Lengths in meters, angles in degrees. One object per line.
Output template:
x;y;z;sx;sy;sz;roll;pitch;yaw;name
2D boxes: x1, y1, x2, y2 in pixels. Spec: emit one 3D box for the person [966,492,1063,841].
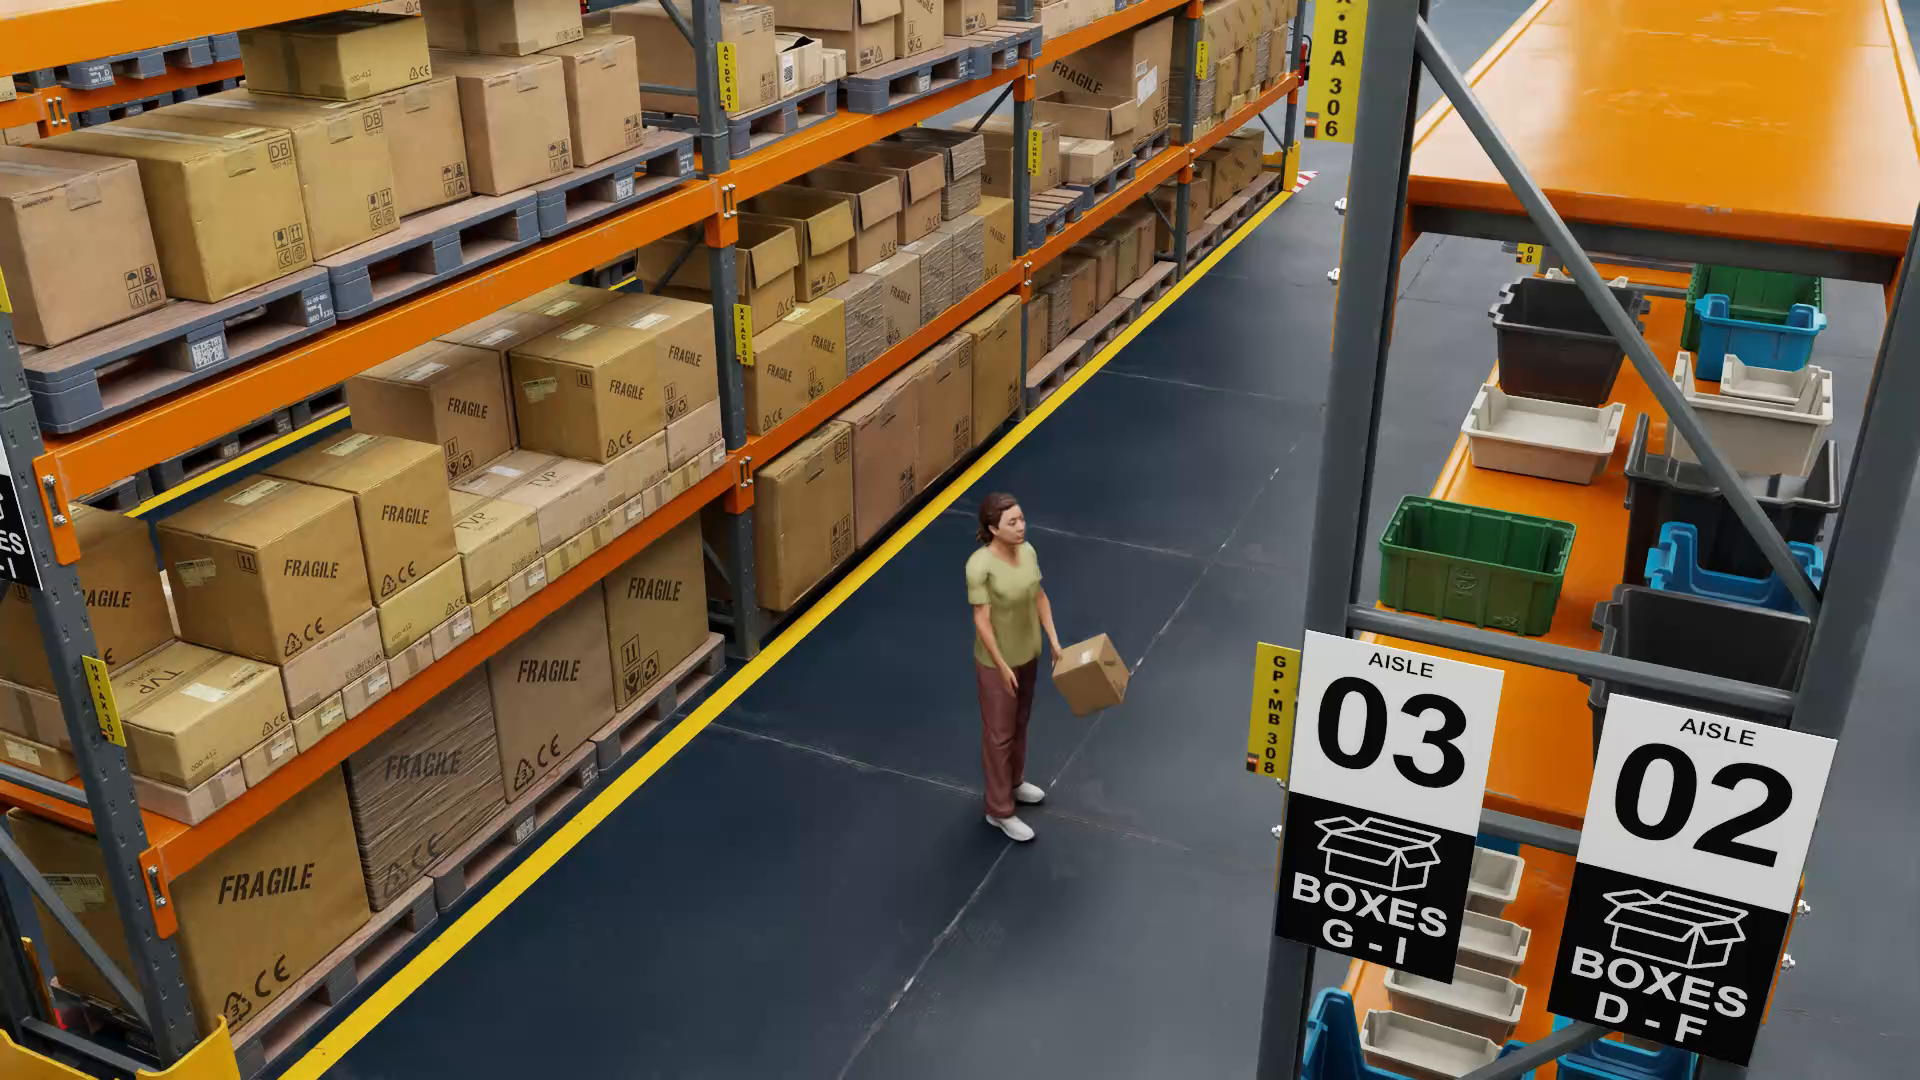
0.286;0.581;7.935;0.531;1.665;0.472;23;34;39;person
